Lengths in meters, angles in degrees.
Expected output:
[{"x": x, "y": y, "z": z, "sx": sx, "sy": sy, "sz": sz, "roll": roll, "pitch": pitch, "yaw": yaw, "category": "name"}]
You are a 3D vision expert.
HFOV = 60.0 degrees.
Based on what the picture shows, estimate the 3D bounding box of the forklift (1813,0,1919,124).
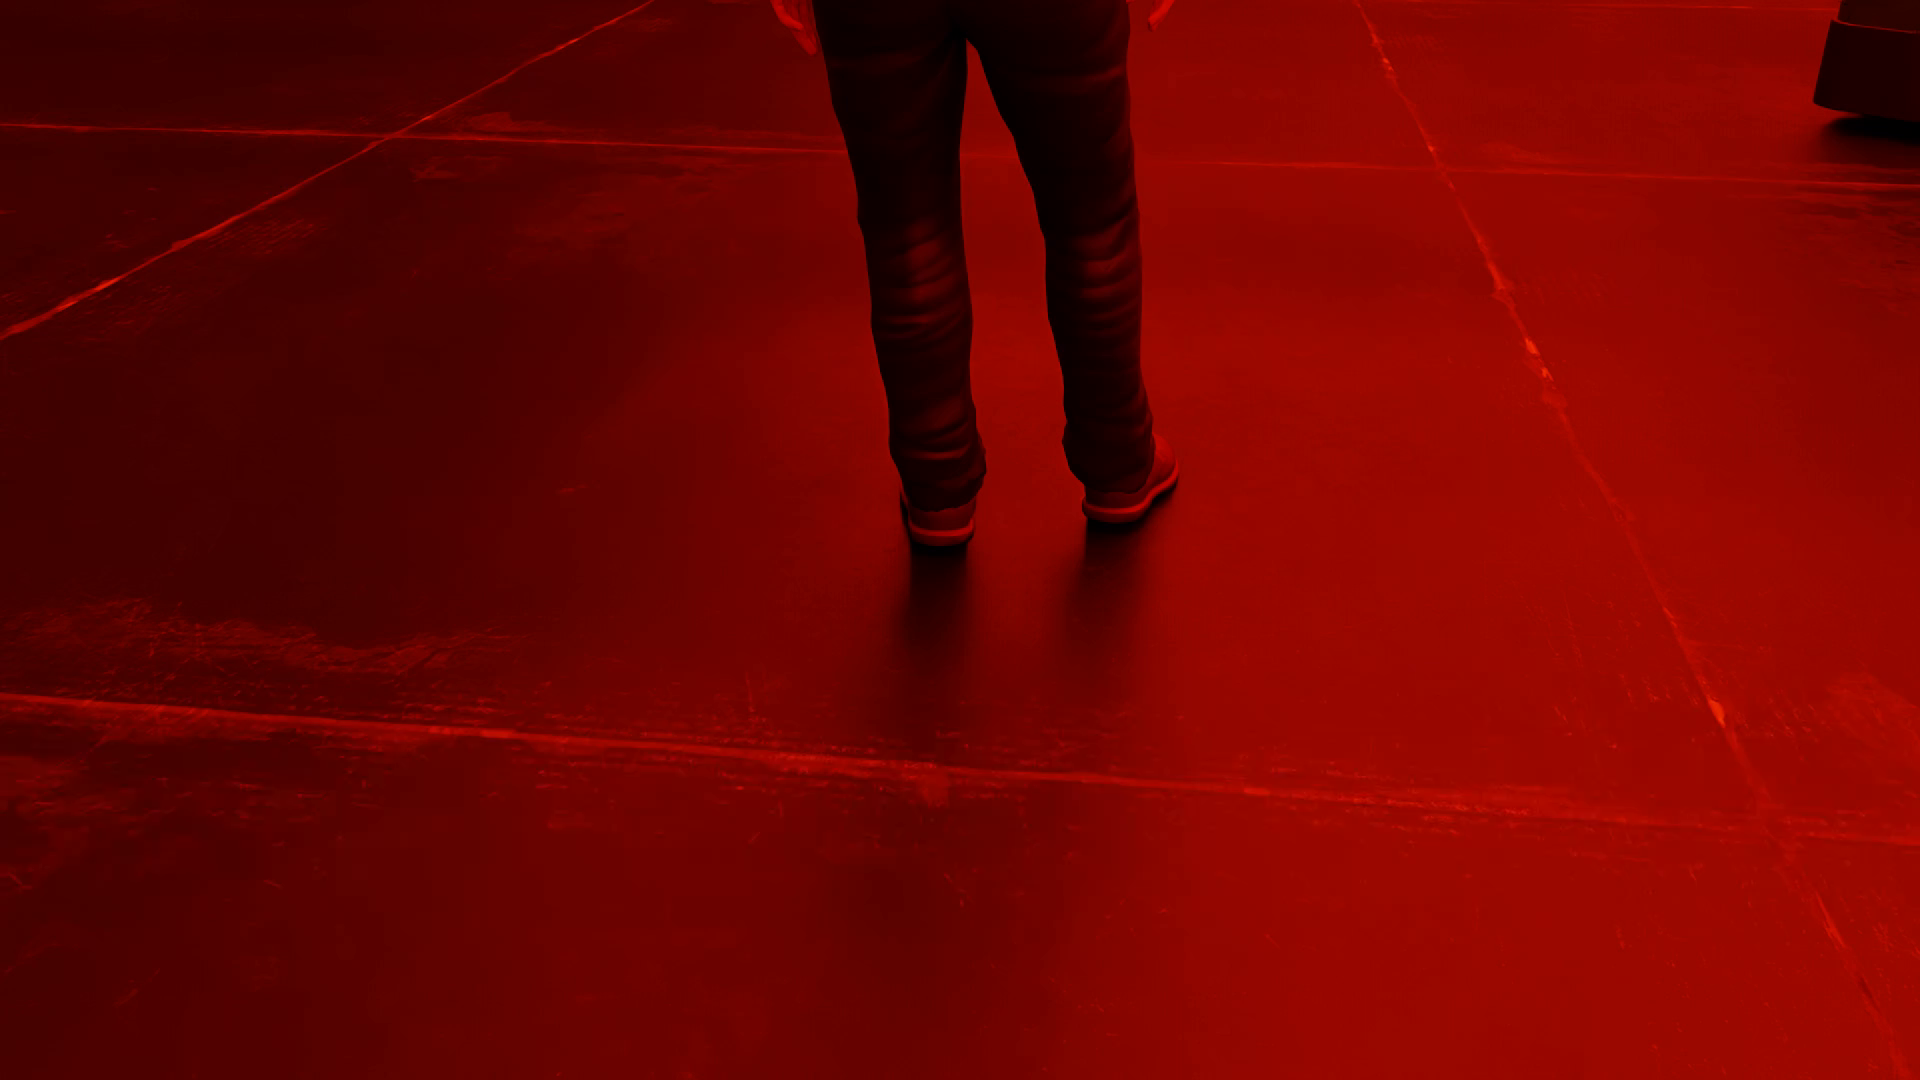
[{"x": 3.985, "y": -2.796, "z": 4.822, "sx": 3.031, "sy": 2.935, "sz": 1.130, "roll": -21, "pitch": 33, "yaw": -35, "category": "forklift"}]

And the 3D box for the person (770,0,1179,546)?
[{"x": 0.035, "y": -0.782, "z": 2.206, "sx": 0.598, "sy": 1.651, "sz": 0.502, "roll": 3, "pitch": 27, "yaw": 7, "category": "person"}]
